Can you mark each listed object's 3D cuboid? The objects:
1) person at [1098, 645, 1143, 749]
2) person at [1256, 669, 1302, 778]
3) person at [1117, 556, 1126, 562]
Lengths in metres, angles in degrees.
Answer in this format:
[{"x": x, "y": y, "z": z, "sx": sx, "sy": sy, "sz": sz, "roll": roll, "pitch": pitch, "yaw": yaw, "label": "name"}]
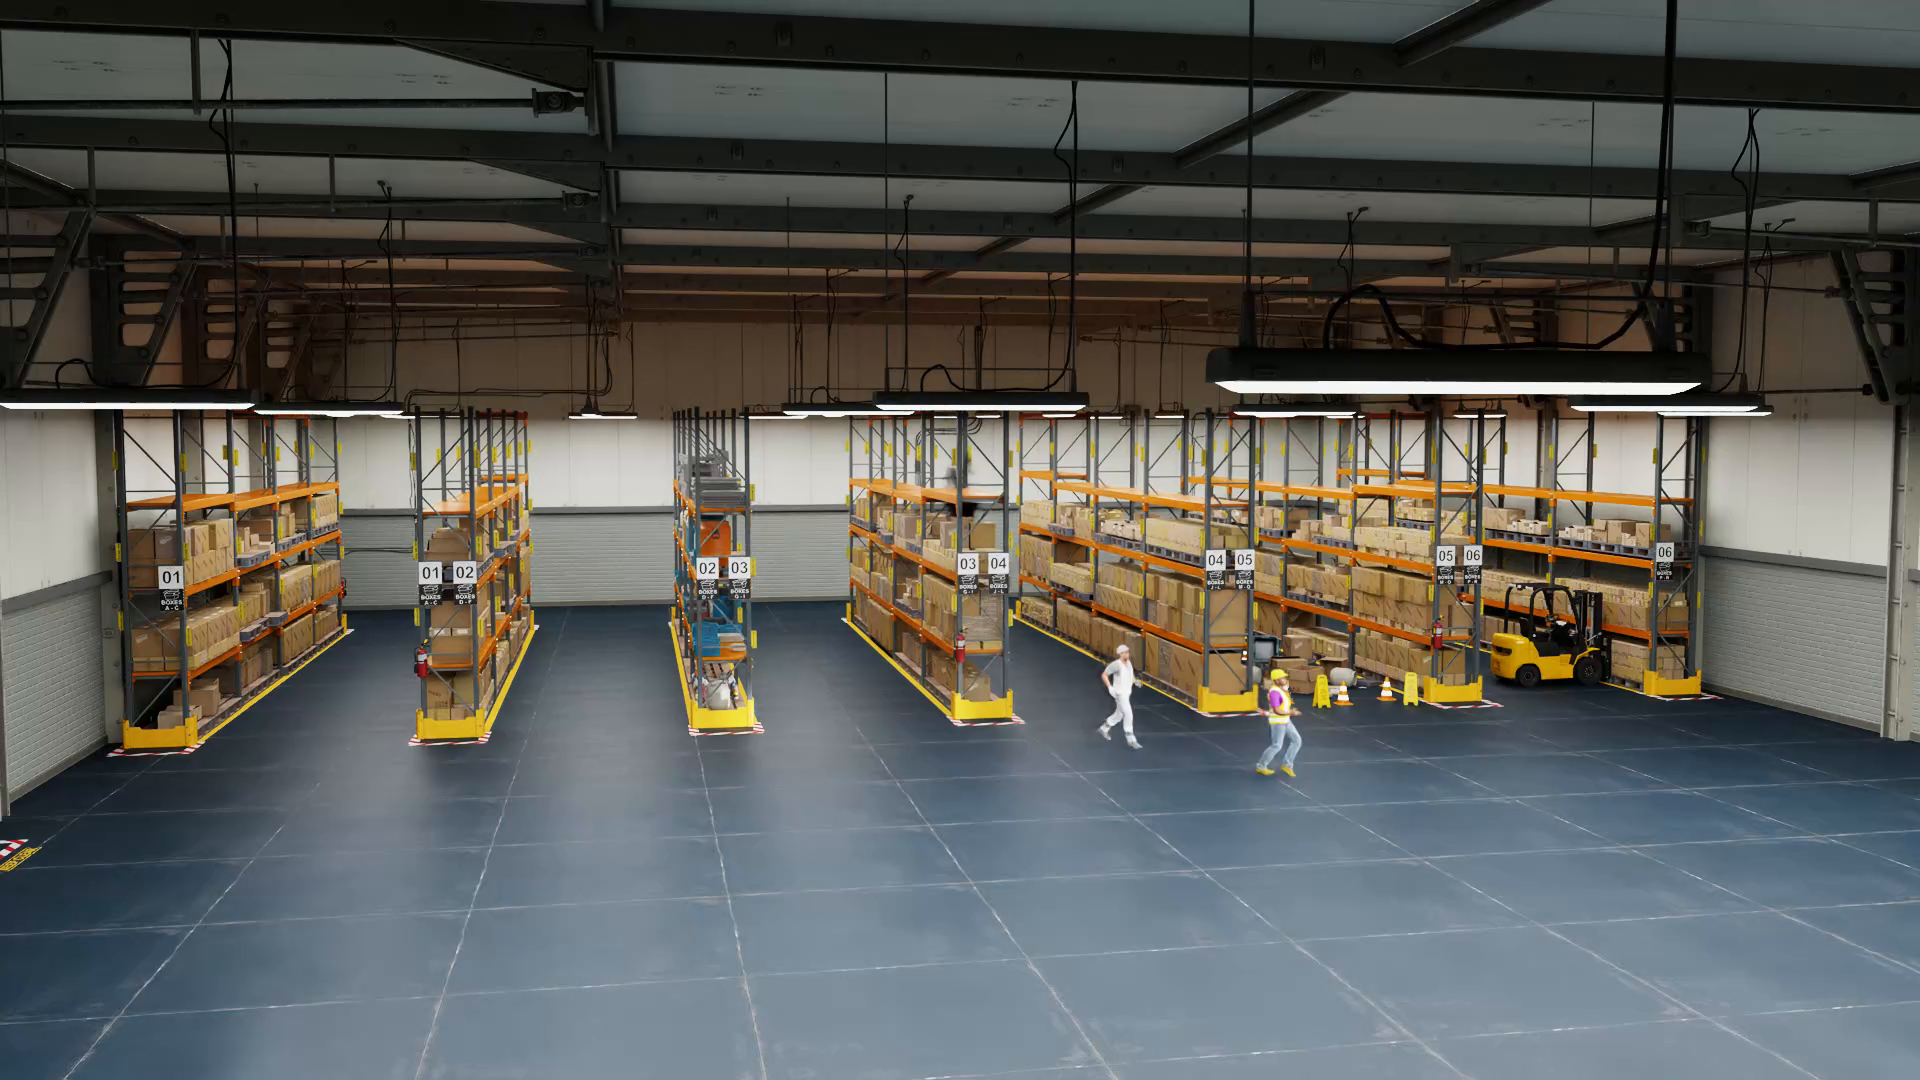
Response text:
[{"x": 2.838, "y": 2.739, "z": 29.355, "sx": 0.935, "sy": 1.799, "sz": 0.658, "roll": 3, "pitch": 5, "yaw": 34, "label": "person"}, {"x": 5.153, "y": 2.962, "z": 26.769, "sx": 0.734, "sy": 1.790, "sz": 0.707, "roll": 2, "pitch": 4, "yaw": 24, "label": "person"}, {"x": 4.927, "y": 1.308, "z": 50.587, "sx": 0.588, "sy": 1.671, "sz": 0.610, "roll": -1, "pitch": 4, "yaw": -7, "label": "person"}]
